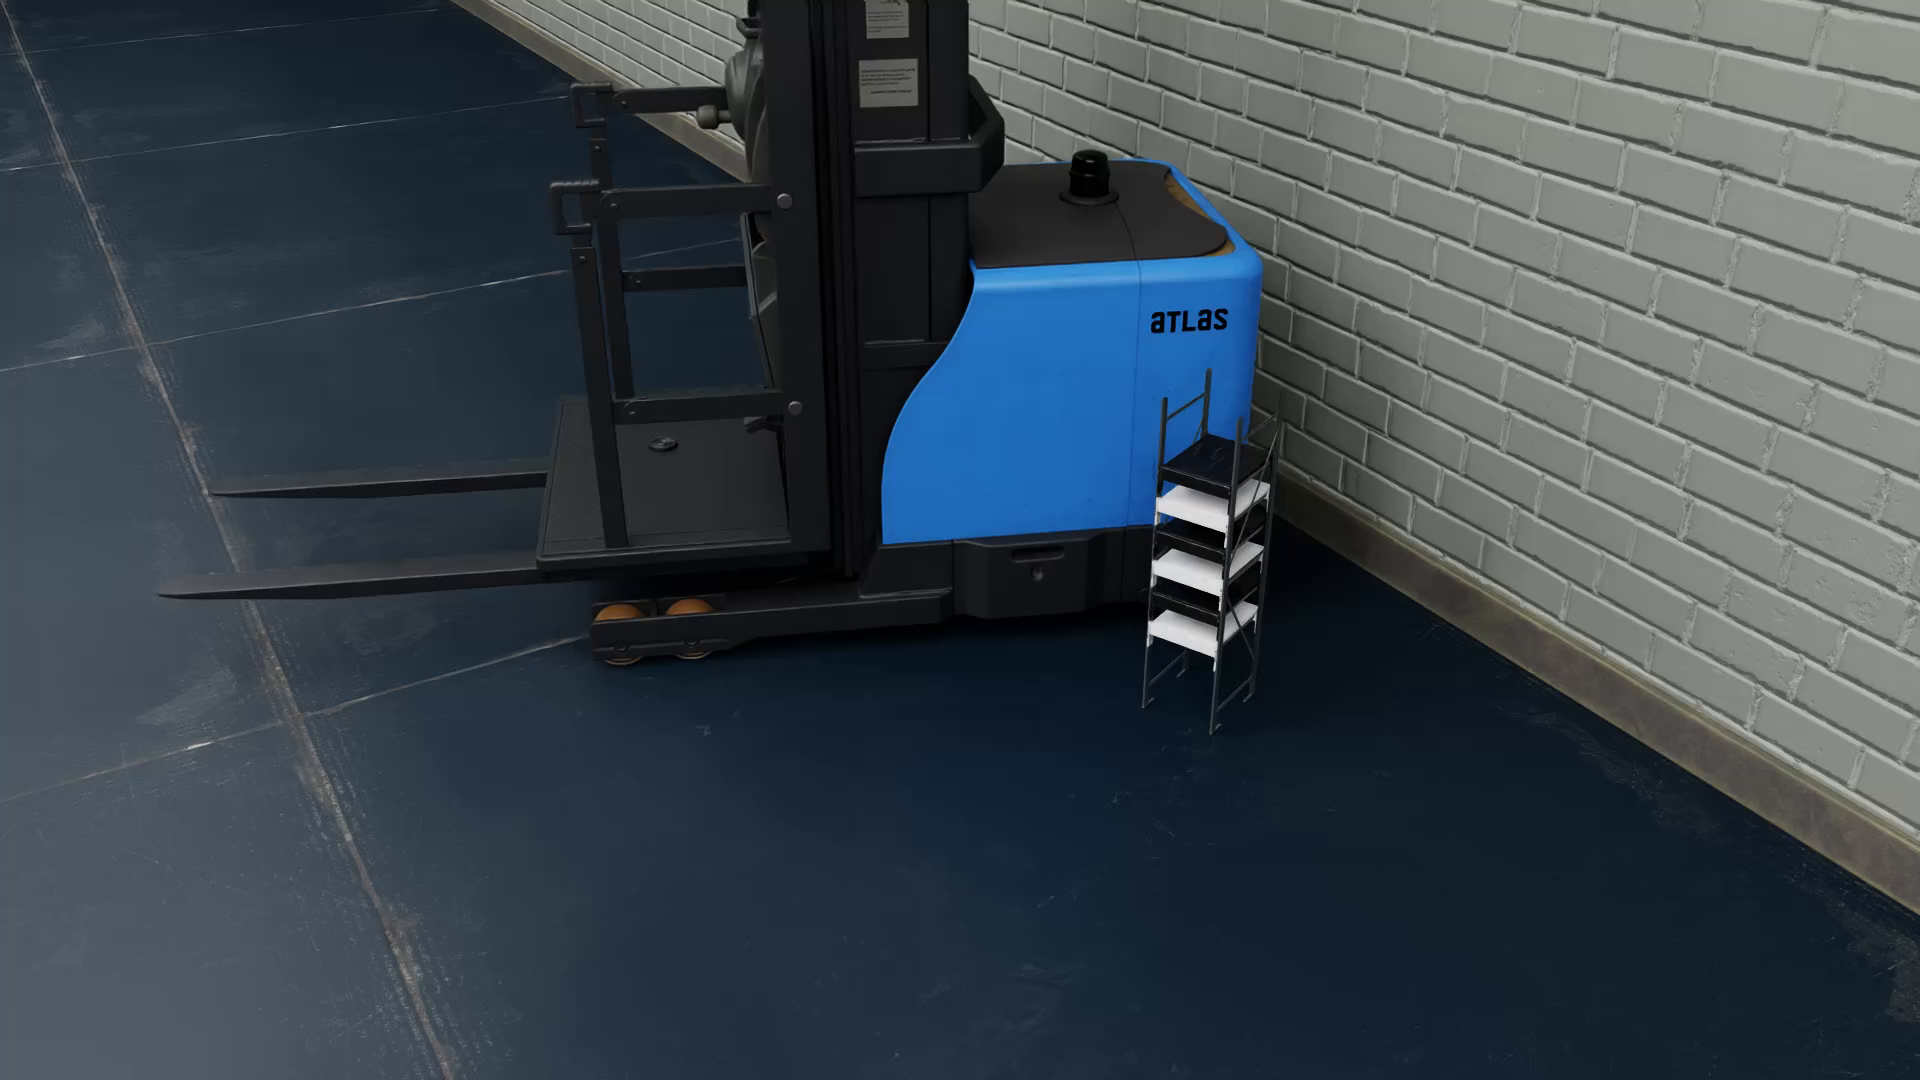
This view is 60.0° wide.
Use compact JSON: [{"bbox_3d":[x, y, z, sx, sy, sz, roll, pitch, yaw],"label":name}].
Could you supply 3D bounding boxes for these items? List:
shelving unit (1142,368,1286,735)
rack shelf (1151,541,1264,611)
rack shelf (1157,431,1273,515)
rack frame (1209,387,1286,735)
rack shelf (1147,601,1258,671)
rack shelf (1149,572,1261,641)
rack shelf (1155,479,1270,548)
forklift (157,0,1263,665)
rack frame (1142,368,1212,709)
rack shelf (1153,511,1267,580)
[{"bbox_3d":[0.641,0.038,4.250,0.210,0.900,0.258,20,34,31],"label":"shelving unit"},{"bbox_3d":[0.641,0.067,4.266,0.200,0.077,0.258,20,34,31],"label":"rack shelf"},{"bbox_3d":[0.641,-0.169,4.136,0.200,0.077,0.258,20,34,31],"label":"rack shelf"},{"bbox_3d":[0.723,0.067,4.197,0.006,0.900,0.240,20,34,31],"label":"rack frame"},{"bbox_3d":[0.641,0.225,4.353,0.200,0.077,0.258,20,34,31],"label":"rack shelf"},{"bbox_3d":[0.641,0.146,4.310,0.200,0.077,0.258,20,34,31],"label":"rack shelf"},{"bbox_3d":[0.641,-0.091,4.179,0.200,0.077,0.258,20,34,31],"label":"rack shelf"},{"bbox_3d":[-0.738,-1.209,4.407,3.031,2.935,1.130,-4,29,-8],"label":"forklift"},{"bbox_3d":[0.559,0.009,4.303,0.006,0.900,0.240,20,34,31],"label":"rack frame"},{"bbox_3d":[0.641,-0.012,4.223,0.200,0.077,0.258,20,34,31],"label":"rack shelf"}]
